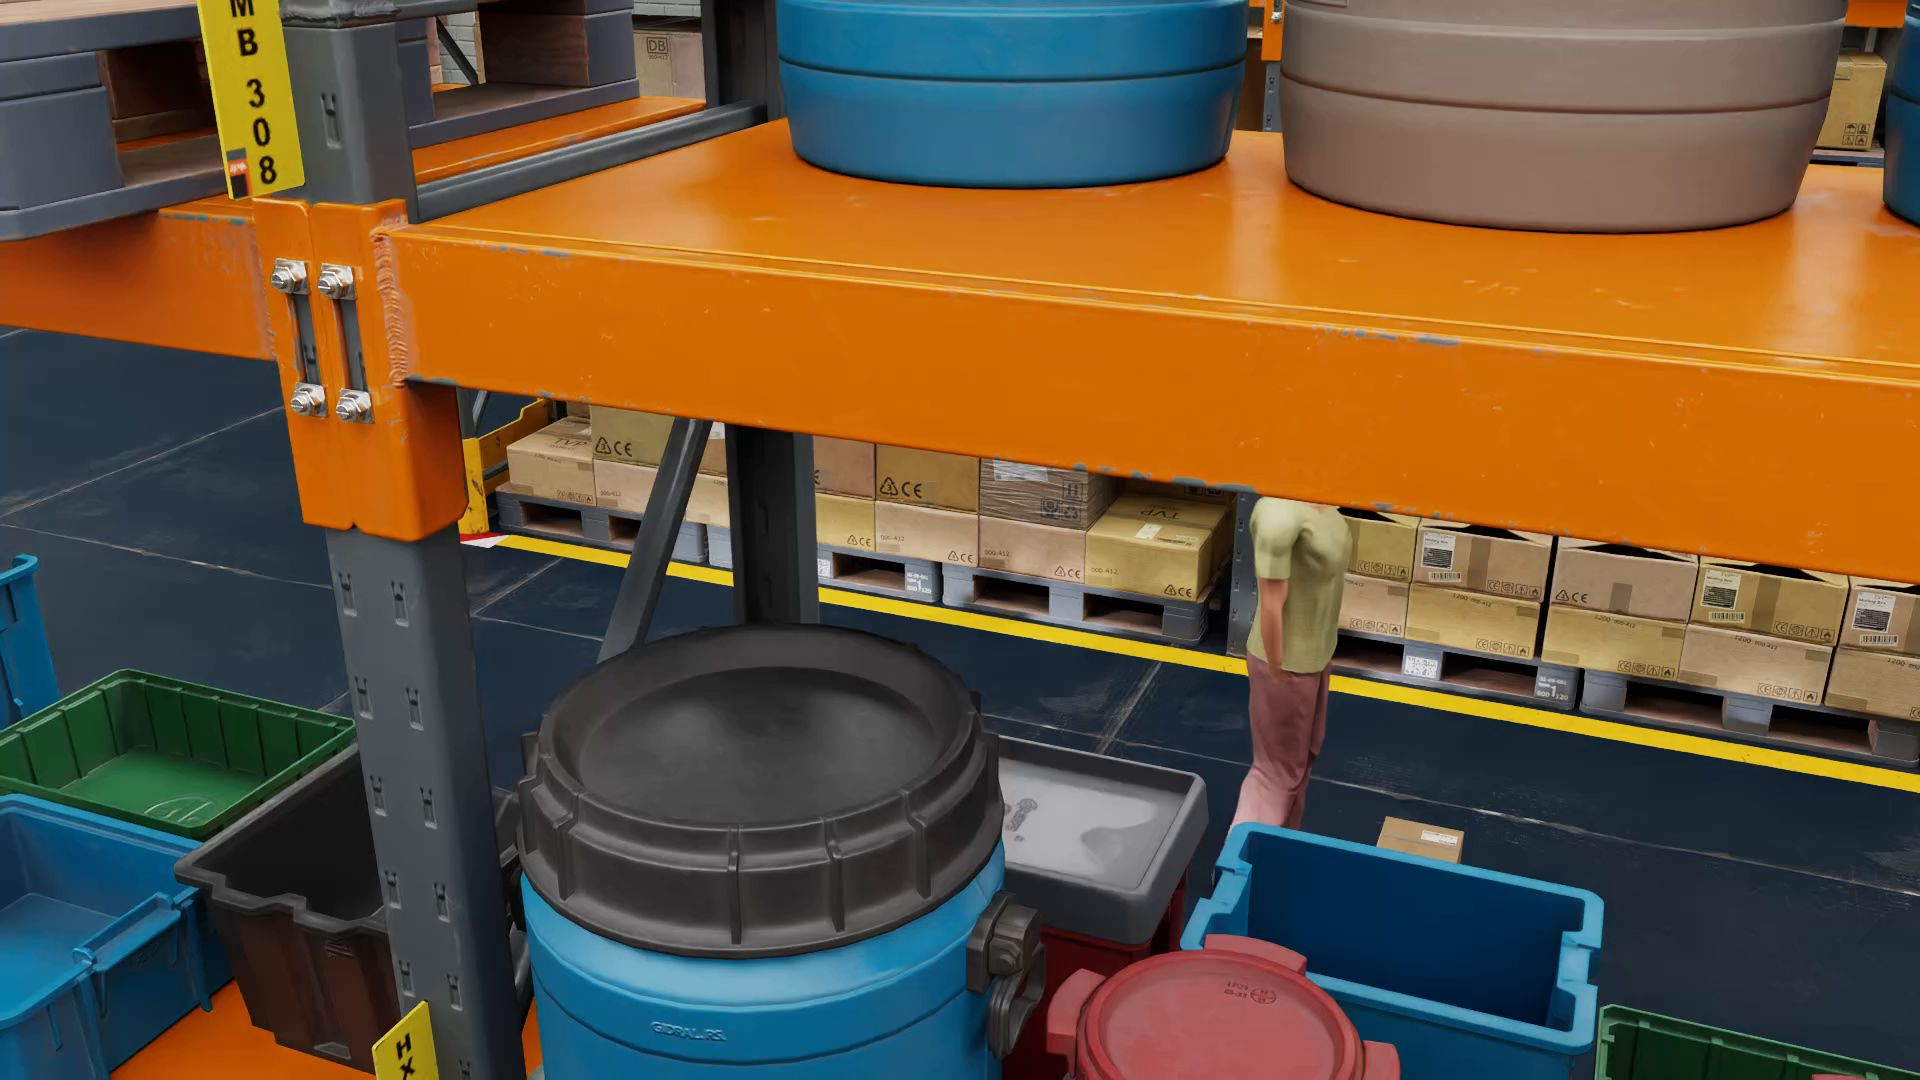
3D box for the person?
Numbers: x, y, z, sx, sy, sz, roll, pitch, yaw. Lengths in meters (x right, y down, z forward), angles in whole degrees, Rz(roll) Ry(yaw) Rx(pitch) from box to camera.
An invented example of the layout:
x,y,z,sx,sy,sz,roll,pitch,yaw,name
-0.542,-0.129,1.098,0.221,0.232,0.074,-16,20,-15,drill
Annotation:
x,y,z,sx,sy,sz,roll,pitch,yaw,name
1.041,0.366,5.241,0.345,1.690,0.441,9,24,21,person
